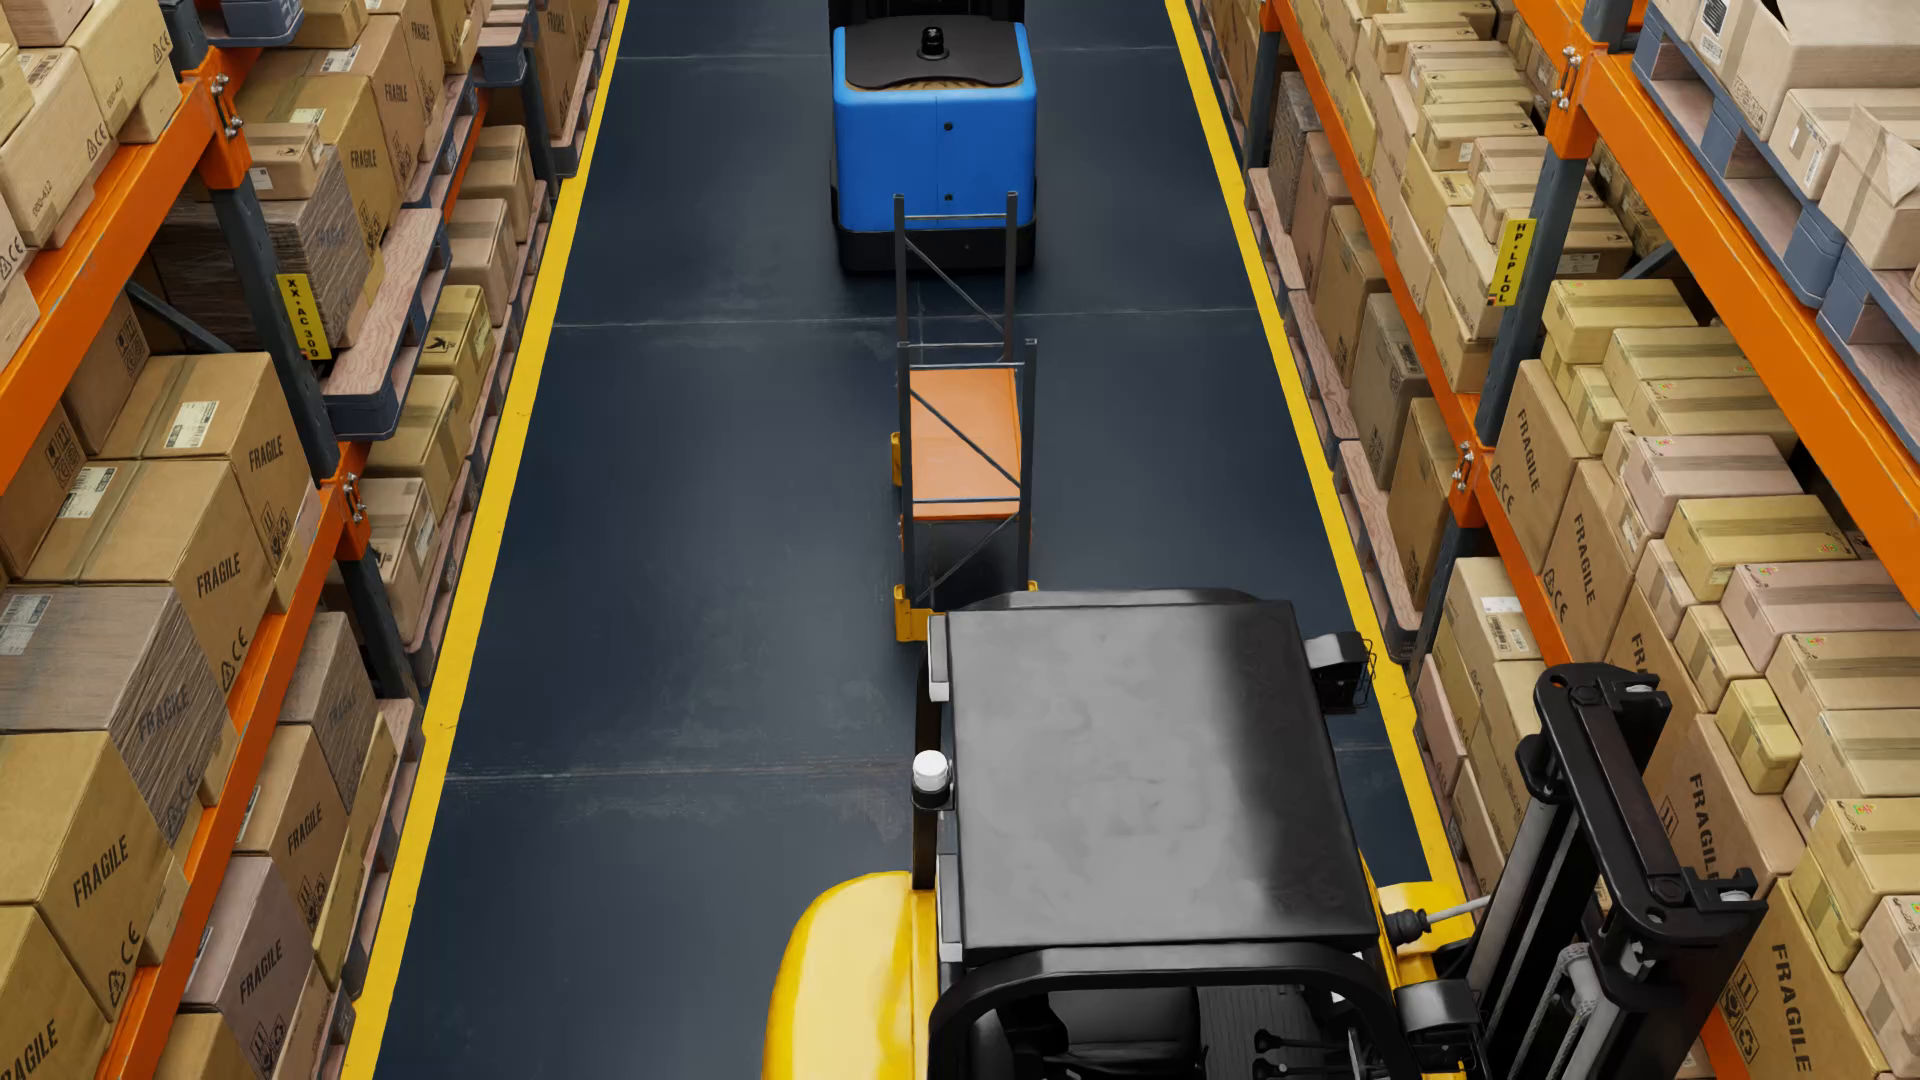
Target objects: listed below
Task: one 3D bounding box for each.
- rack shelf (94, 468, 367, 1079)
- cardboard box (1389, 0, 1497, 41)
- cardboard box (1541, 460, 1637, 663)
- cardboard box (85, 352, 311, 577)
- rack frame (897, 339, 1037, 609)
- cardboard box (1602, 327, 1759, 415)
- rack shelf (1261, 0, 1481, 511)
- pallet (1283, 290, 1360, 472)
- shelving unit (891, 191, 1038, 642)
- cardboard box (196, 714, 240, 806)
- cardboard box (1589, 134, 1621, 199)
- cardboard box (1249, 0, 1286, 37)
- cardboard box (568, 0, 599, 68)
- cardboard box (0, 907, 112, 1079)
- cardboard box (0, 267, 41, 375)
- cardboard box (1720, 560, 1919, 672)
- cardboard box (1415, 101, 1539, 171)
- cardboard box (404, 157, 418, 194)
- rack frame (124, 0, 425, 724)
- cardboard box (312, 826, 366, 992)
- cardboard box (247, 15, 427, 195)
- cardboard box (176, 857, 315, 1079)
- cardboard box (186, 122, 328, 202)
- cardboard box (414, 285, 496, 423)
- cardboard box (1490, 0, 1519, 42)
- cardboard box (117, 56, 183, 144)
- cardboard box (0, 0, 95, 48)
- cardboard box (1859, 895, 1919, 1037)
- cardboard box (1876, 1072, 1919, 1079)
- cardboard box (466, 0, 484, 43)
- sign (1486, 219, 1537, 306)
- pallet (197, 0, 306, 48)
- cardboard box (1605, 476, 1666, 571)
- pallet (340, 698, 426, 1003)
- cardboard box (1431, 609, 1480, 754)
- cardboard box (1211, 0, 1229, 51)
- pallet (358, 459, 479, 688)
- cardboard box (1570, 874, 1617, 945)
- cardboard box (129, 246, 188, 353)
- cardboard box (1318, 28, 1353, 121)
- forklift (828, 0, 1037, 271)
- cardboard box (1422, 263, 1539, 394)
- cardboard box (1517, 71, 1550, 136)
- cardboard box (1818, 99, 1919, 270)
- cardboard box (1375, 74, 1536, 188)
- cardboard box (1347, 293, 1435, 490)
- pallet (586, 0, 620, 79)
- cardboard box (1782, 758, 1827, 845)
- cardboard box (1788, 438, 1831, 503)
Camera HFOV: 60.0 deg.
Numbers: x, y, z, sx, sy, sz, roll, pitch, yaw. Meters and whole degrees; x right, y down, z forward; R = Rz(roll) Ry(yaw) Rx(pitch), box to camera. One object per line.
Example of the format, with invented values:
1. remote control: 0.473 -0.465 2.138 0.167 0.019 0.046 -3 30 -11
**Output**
1. rack shelf: -2.555 1.245 4.354 1.077 0.370 4.000 -2 43 -2
2. cardboard box: 2.042 -2.224 7.052 0.380 0.149 0.250 -2 43 -2
3. cardboard box: 2.116 0.106 4.990 0.500 0.500 0.500 -1 43 -1
4. cardboard box: -2.372 -0.224 5.130 0.500 0.500 0.500 -3 43 -3
5. rack frame: 0.025 -0.152 6.456 0.500 1.500 0.032 -2 43 -2
6. cardboard box: 2.155 -0.504 4.955 0.380 0.149 0.250 -1 43 -1
7. rack shelf: 2.234 -1.600 7.458 1.077 0.370 4.000 -2 43 -2
8. pallet: 2.194 -0.809 8.126 1.003 0.211 1.213 -2 43 -2
9. shelving unit: 0.003 -0.501 6.837 0.587 1.500 1.083 -2 43 -2
10. cardboard box: -2.275 0.616 4.693 0.380 0.149 0.250 -2 43 -2
11. cardboard box: 2.550 -1.386 6.138 0.380 0.149 0.250 -2 43 -2
12. cardboard box: 1.875 -3.014 9.528 0.380 0.149 0.250 -4 43 -4
13. cardboard box: -2.790 -3.513 10.274 0.875 0.875 0.875 -1 43 -1
14. cardboard box: -2.261 1.162 3.618 0.500 0.500 0.500 -2 43 -3
15. cardboard box: -2.292 -0.484 3.674 0.380 0.149 0.250 -1 43 -1
16. cardboard box: 2.170 0.190 4.198 0.380 0.149 0.250 -2 43 -2
17. cardboard box: 1.952 -1.530 6.295 0.380 0.149 0.250 -3 43 -3
18. cardboard box: -2.416 -1.515 6.707 0.380 0.149 0.250 -1 43 -1
19. rack frame: -2.640 -0.370 5.584 1.000 3.000 0.127 -2 43 -2
20. cardboard box: -2.314 1.239 5.552 0.500 0.250 0.500 -3 43 -3
21. cardboard box: -2.402 -1.669 6.396 0.500 0.500 0.500 -2 43 -2
22. cardboard box: -2.300 1.291 4.940 0.500 0.500 0.500 0 43 0
23. cardboard box: -2.306 -1.239 5.446 0.380 0.149 0.250 -2 43 -2
24. cardboard box: -2.730 -0.865 7.758 0.950 0.372 0.625 0 43 0
25. cardboard box: 2.450 -2.242 7.072 0.380 0.149 0.250 -1 43 -1
26. cardboard box: -2.321 -1.179 4.432 0.380 0.149 0.250 -1 43 -2
27. cardboard box: -2.321 -1.297 3.970 0.380 0.149 0.250 -3 43 -3
28. cardboard box: 2.125 0.879 3.446 0.380 0.149 0.250 -1 43 -1
29. cardboard box: 2.193 1.473 3.499 0.500 0.500 0.500 0 43 0
30. cardboard box: -2.419 -2.401 7.674 0.380 0.149 0.250 -4 43 -4
31. sign: 1.777 -0.891 5.353 0.100 0.325 0.005 -2 43 -2
32. pallet: -2.560 -1.827 5.092 1.213 0.211 1.003 -2 43 -2
33. cardboard box: 2.058 -0.050 4.680 0.380 0.149 0.250 -1 43 -1
34. pallet: -2.576 1.110 6.033 1.003 0.211 1.213 -2 43 -2
35. cardboard box: 2.031 0.494 5.994 0.500 0.250 0.500 -2 43 -2
36. cardboard box: 1.881 -3.420 10.450 0.500 0.500 0.500 0 43 0
37. pallet: -2.674 0.132 7.100 1.003 0.211 1.213 -2 43 -2
38. cardboard box: 2.070 0.991 5.082 0.500 0.250 0.500 0 43 0
39. cardboard box: -2.889 -0.977 5.641 0.500 0.500 0.500 -2 43 -3
40. cardboard box: 1.969 -2.167 7.655 0.500 0.250 0.500 -3 43 -3
41. forklift: -0.200 -3.497 9.045 1.130 2.935 3.031 -2 43 -2
42. cardboard box: 2.036 -0.793 6.156 0.500 0.250 0.500 -1 43 -1
43. cardboard box: 2.532 -1.681 6.754 0.500 0.250 0.500 -3 43 -3
44. cardboard box: 2.079 -0.753 3.496 0.396 0.266 0.258 -3 43 -3
45. cardboard box: 1.998 -1.661 6.733 0.500 0.250 0.500 -1 43 -1
46. cardboard box: 2.261 -0.671 7.358 0.875 0.625 0.625 -2 43 -2
47. pallet: -2.817 -3.399 10.952 1.003 0.211 1.213 -2 43 -2
48. cardboard box: 2.195 0.647 3.920 0.380 0.149 0.250 -2 43 -2
49. cardboard box: 2.638 -0.235 4.882 0.380 0.149 0.250 -1 43 -1
